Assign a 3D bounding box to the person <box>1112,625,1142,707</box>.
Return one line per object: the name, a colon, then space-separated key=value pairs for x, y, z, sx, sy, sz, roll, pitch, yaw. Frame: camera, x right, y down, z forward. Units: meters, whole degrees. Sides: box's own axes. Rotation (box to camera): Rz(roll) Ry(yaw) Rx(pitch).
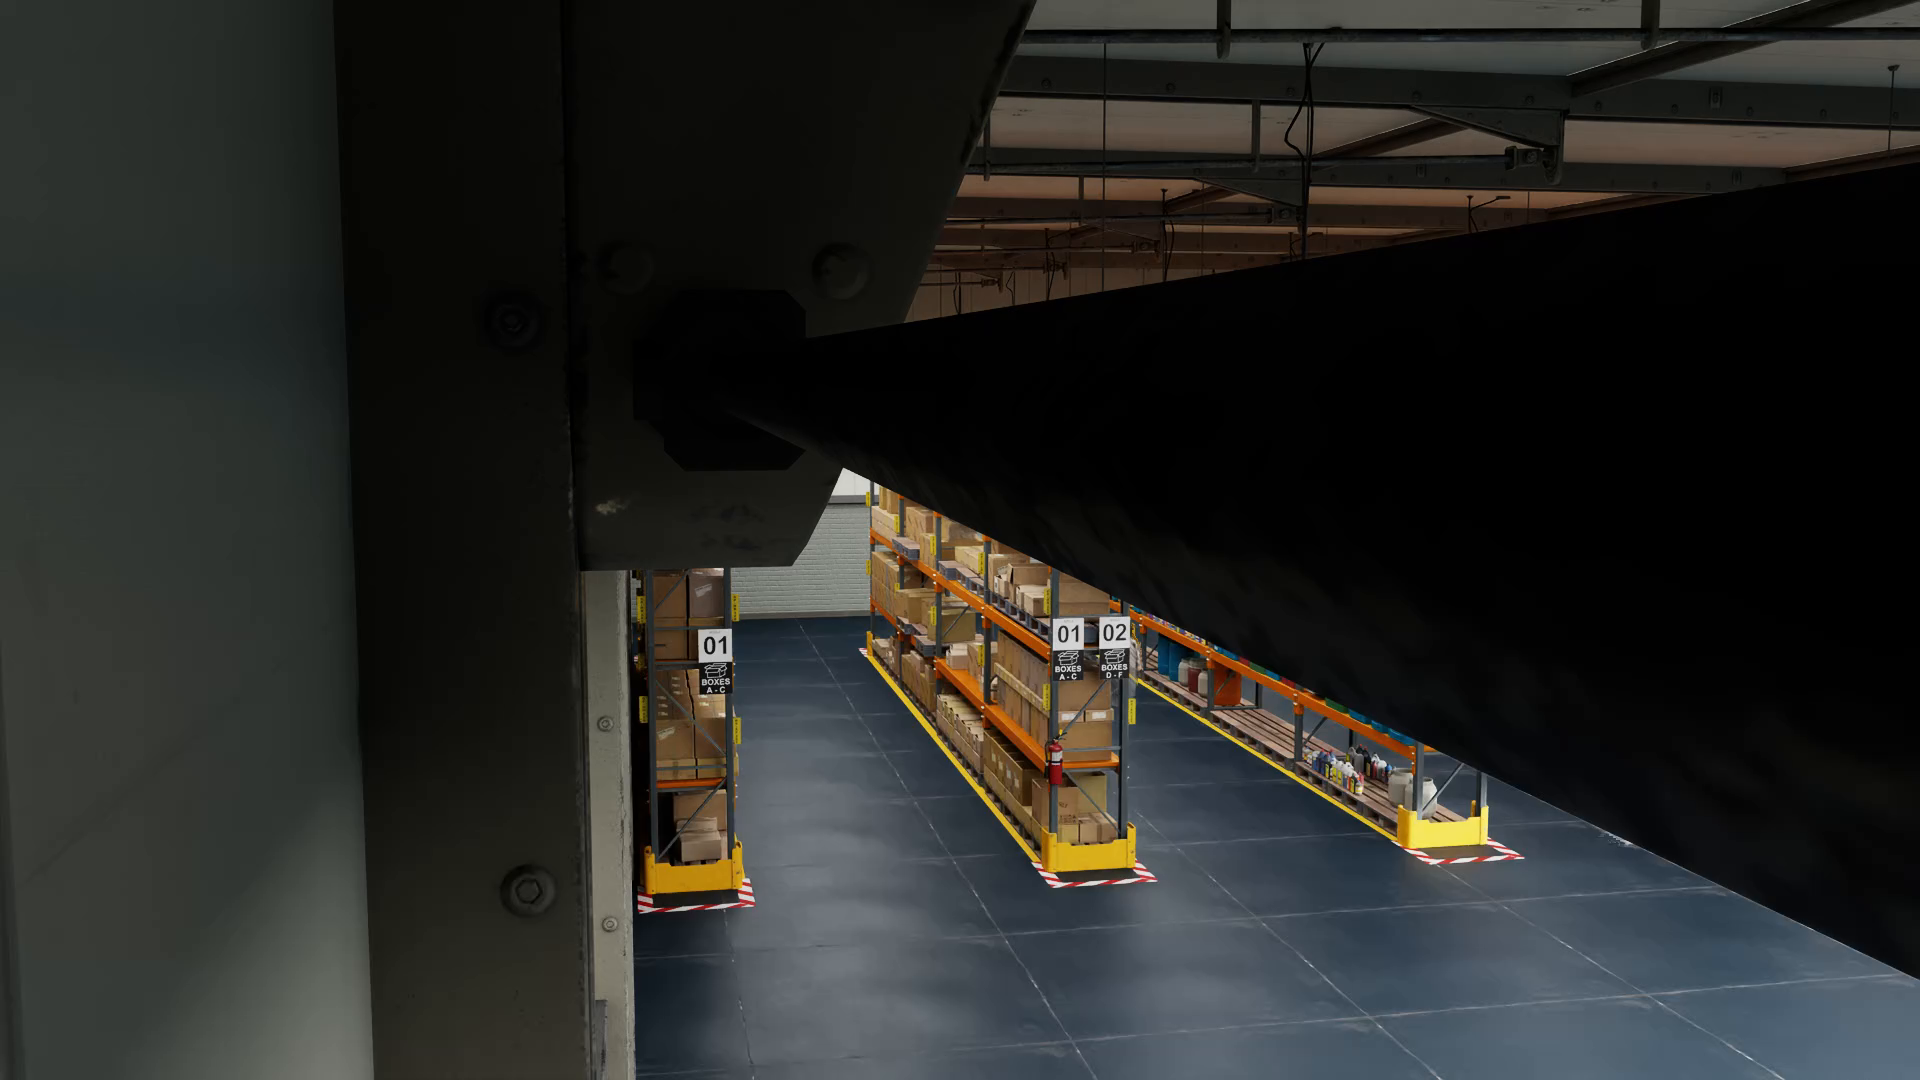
person: x=3.029 y=2.342 z=30.315 sx=0.625 sy=1.654 sz=0.724 roll=-2 pitch=6 yaw=-16
